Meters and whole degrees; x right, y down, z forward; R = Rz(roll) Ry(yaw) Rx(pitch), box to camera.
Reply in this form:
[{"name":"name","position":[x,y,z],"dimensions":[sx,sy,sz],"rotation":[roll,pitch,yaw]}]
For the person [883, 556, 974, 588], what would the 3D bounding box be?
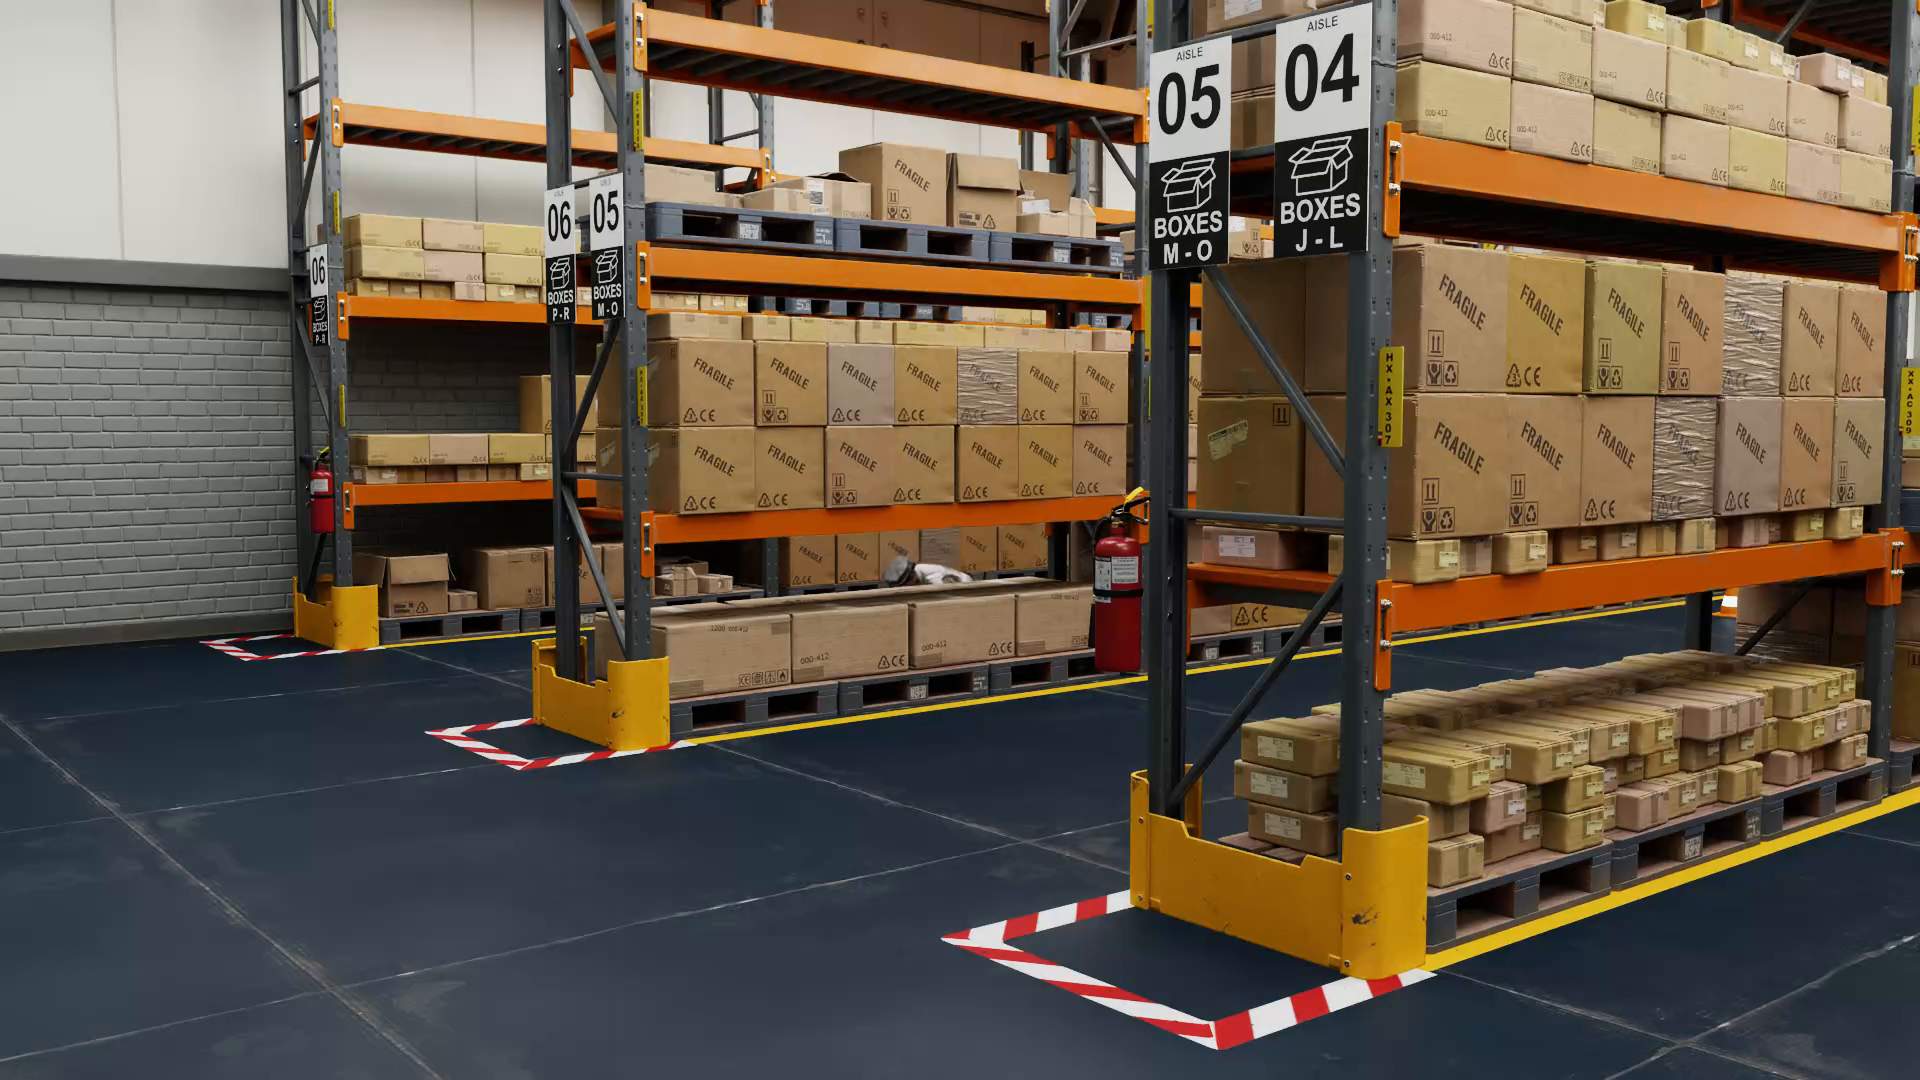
[{"name":"person","position":[-0.244,0.515,13.227],"dimensions":[0.899,0.819,0.456],"rotation":[-4,6,-41]}]
